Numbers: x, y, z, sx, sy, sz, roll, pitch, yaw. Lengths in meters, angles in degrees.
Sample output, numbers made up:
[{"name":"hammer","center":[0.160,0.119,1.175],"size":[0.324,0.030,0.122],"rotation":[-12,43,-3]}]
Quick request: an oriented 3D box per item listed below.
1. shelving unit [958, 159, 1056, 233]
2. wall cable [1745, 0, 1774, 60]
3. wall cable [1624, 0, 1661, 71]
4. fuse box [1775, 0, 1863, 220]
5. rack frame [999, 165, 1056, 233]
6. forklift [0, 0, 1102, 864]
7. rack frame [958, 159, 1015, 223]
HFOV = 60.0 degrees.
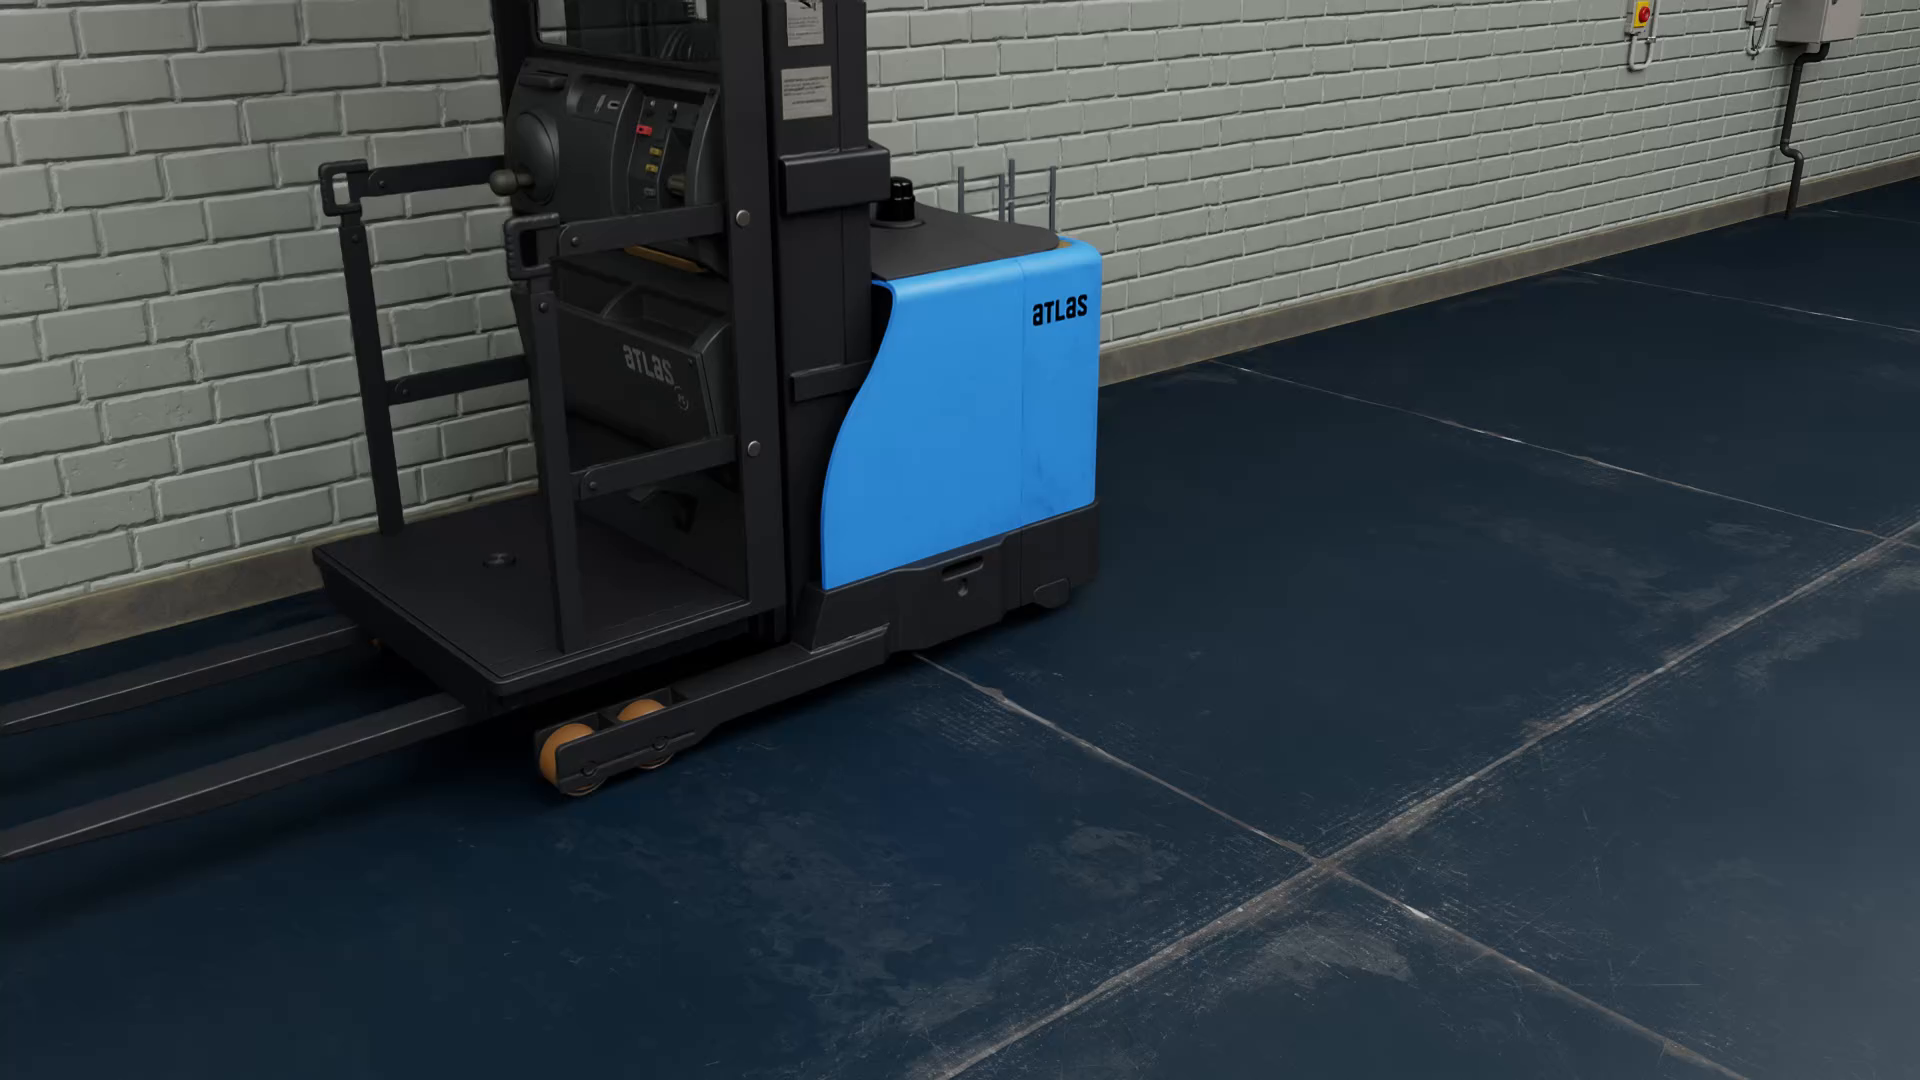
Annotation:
[{"name":"shelving unit","center":[0.146,-0.599,5.369],"size":[0.258,1.200,0.189],"rotation":[-19,28,-39]},{"name":"wall cable","center":[4.813,-3.840,9.781],"size":[0.588,1.984,0.122],"rotation":[-17,27,-37]},{"name":"wall cable","center":[3.746,-3.513,8.905],"size":[0.585,1.953,0.123],"rotation":[-17,27,-37]},{"name":"fuse box","center":[5.433,-2.886,10.505],"size":[0.539,1.711,0.414],"rotation":[-17,27,-37]},{"name":"rack frame","center":[0.208,-0.575,5.307],"size":[0.240,1.200,0.006],"rotation":[-19,28,-39]},{"name":"forklift","center":[-1.025,-0.975,3.955],"size":[3.031,2.935,1.130],"rotation":[-18,28,-38]},{"name":"rack frame","center":[0.084,-0.624,5.432],"size":[0.240,1.200,0.006],"rotation":[-19,28,-39]}]
